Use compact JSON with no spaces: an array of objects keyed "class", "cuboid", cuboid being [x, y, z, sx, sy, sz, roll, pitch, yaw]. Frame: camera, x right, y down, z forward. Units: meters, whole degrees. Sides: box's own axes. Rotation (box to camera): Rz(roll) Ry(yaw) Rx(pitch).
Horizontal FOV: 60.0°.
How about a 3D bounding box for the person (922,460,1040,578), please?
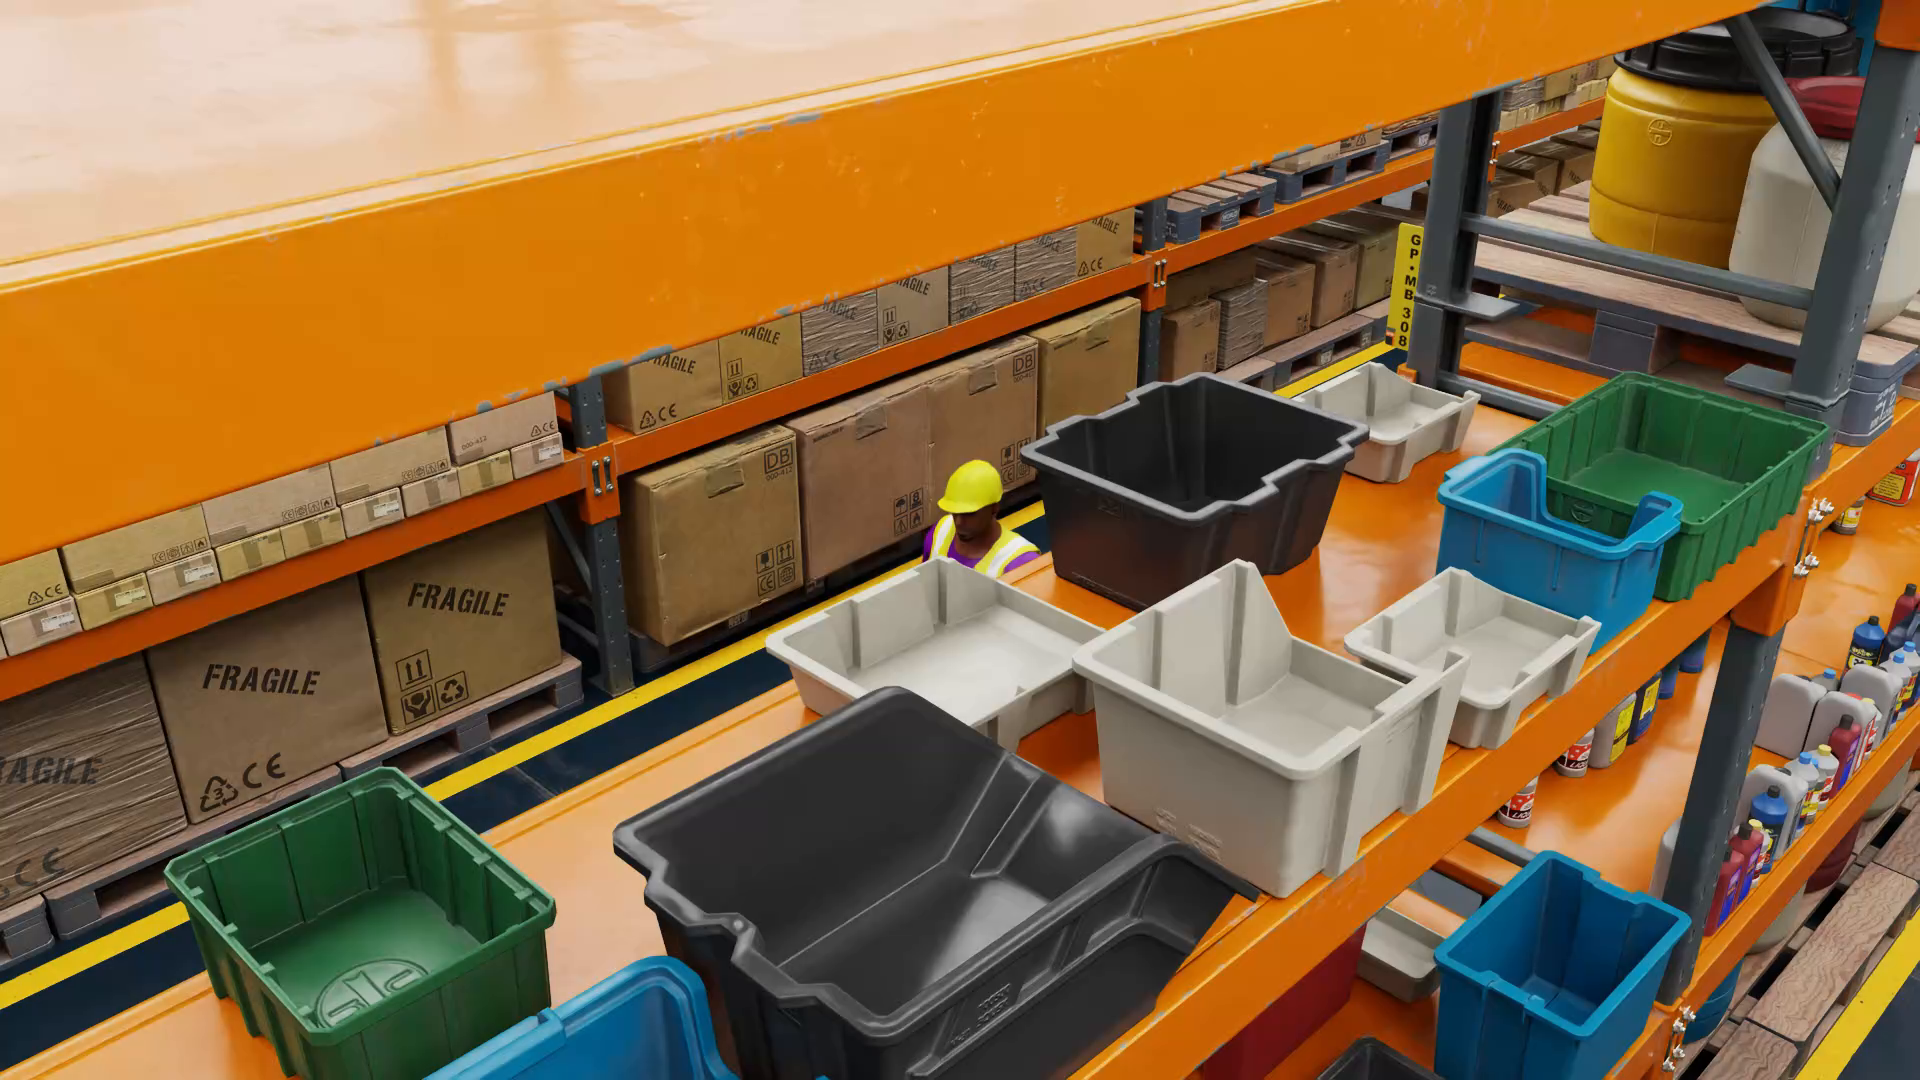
[{"class":"person","cuboid":[0.043,0.512,6.583,0.599,1.771,0.436,20,34,33]}]
